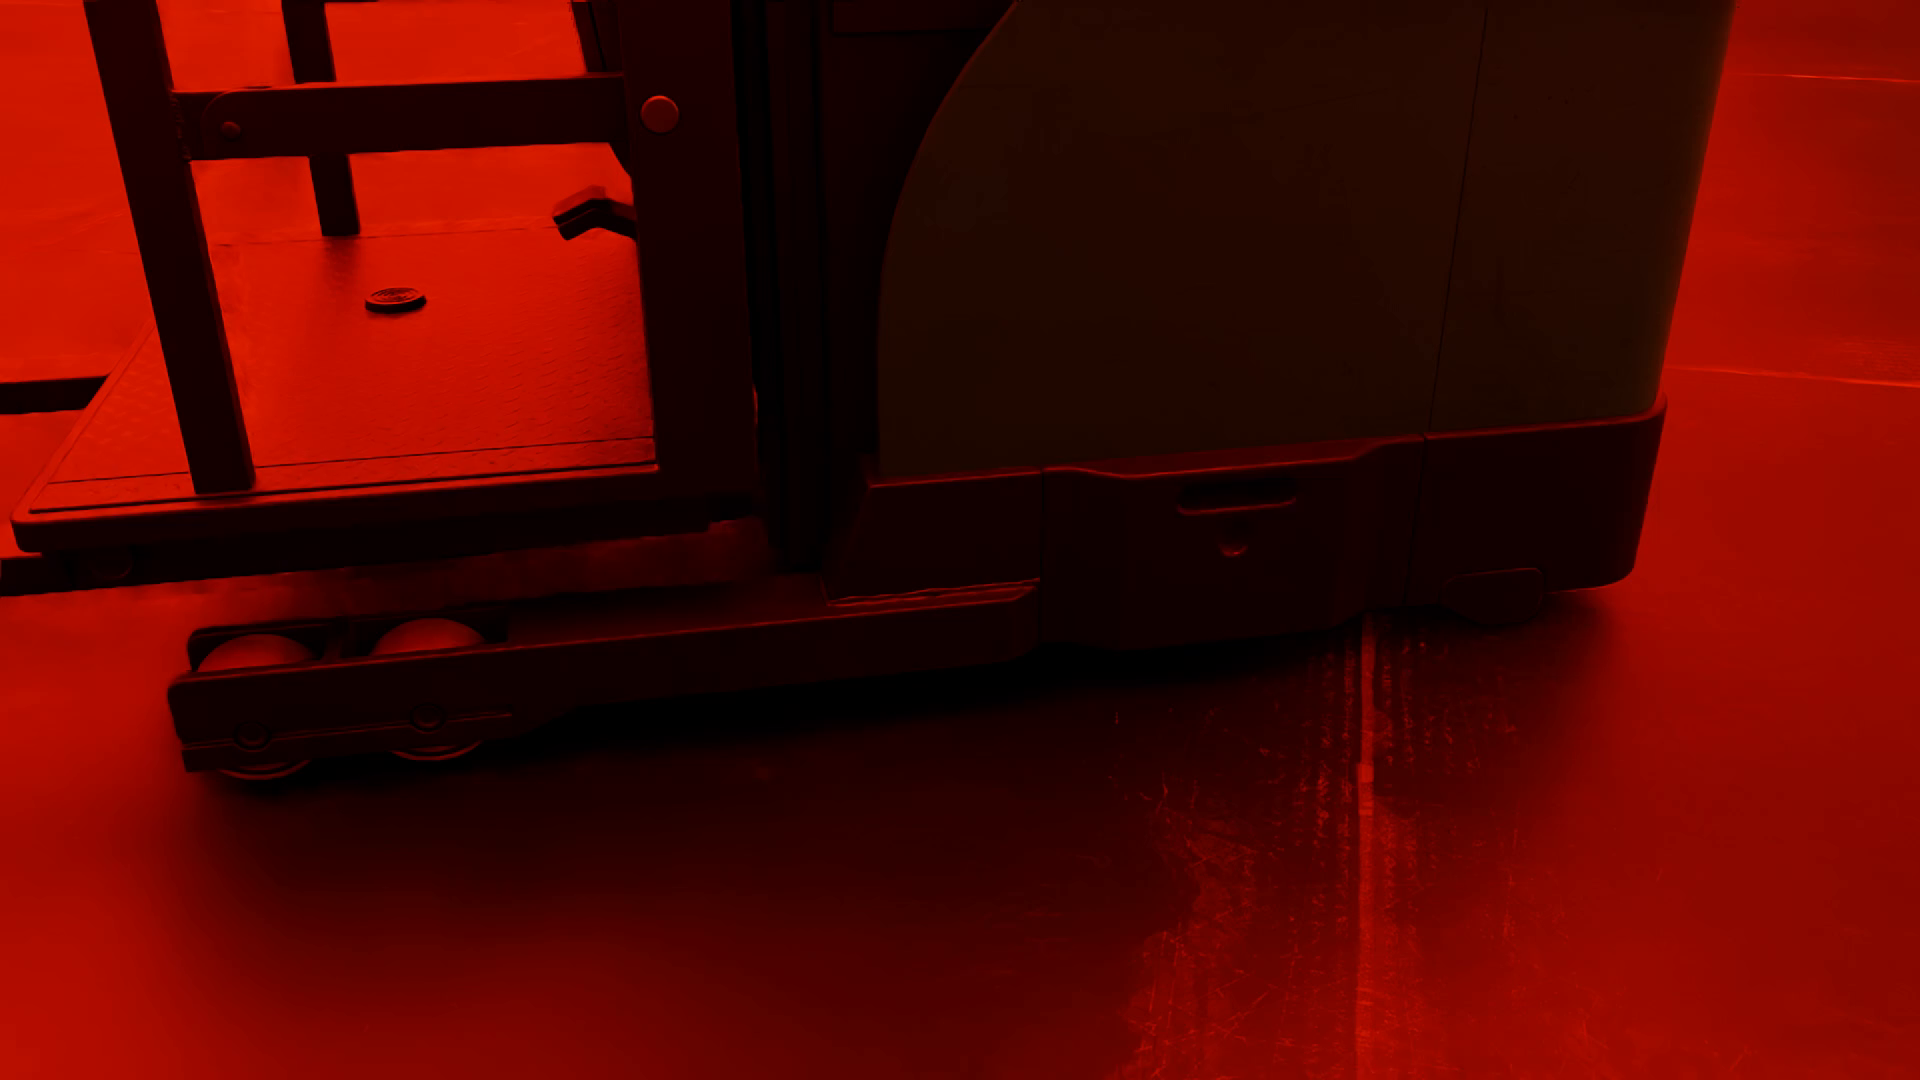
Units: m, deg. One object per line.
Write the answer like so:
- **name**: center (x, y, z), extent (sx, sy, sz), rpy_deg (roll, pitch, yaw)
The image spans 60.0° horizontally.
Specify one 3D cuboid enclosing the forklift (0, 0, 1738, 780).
- **forklift**: center (-0.639, -1.287, 1.798), extent (3.031, 2.935, 1.130), rpy_deg (-5, 27, -10)
